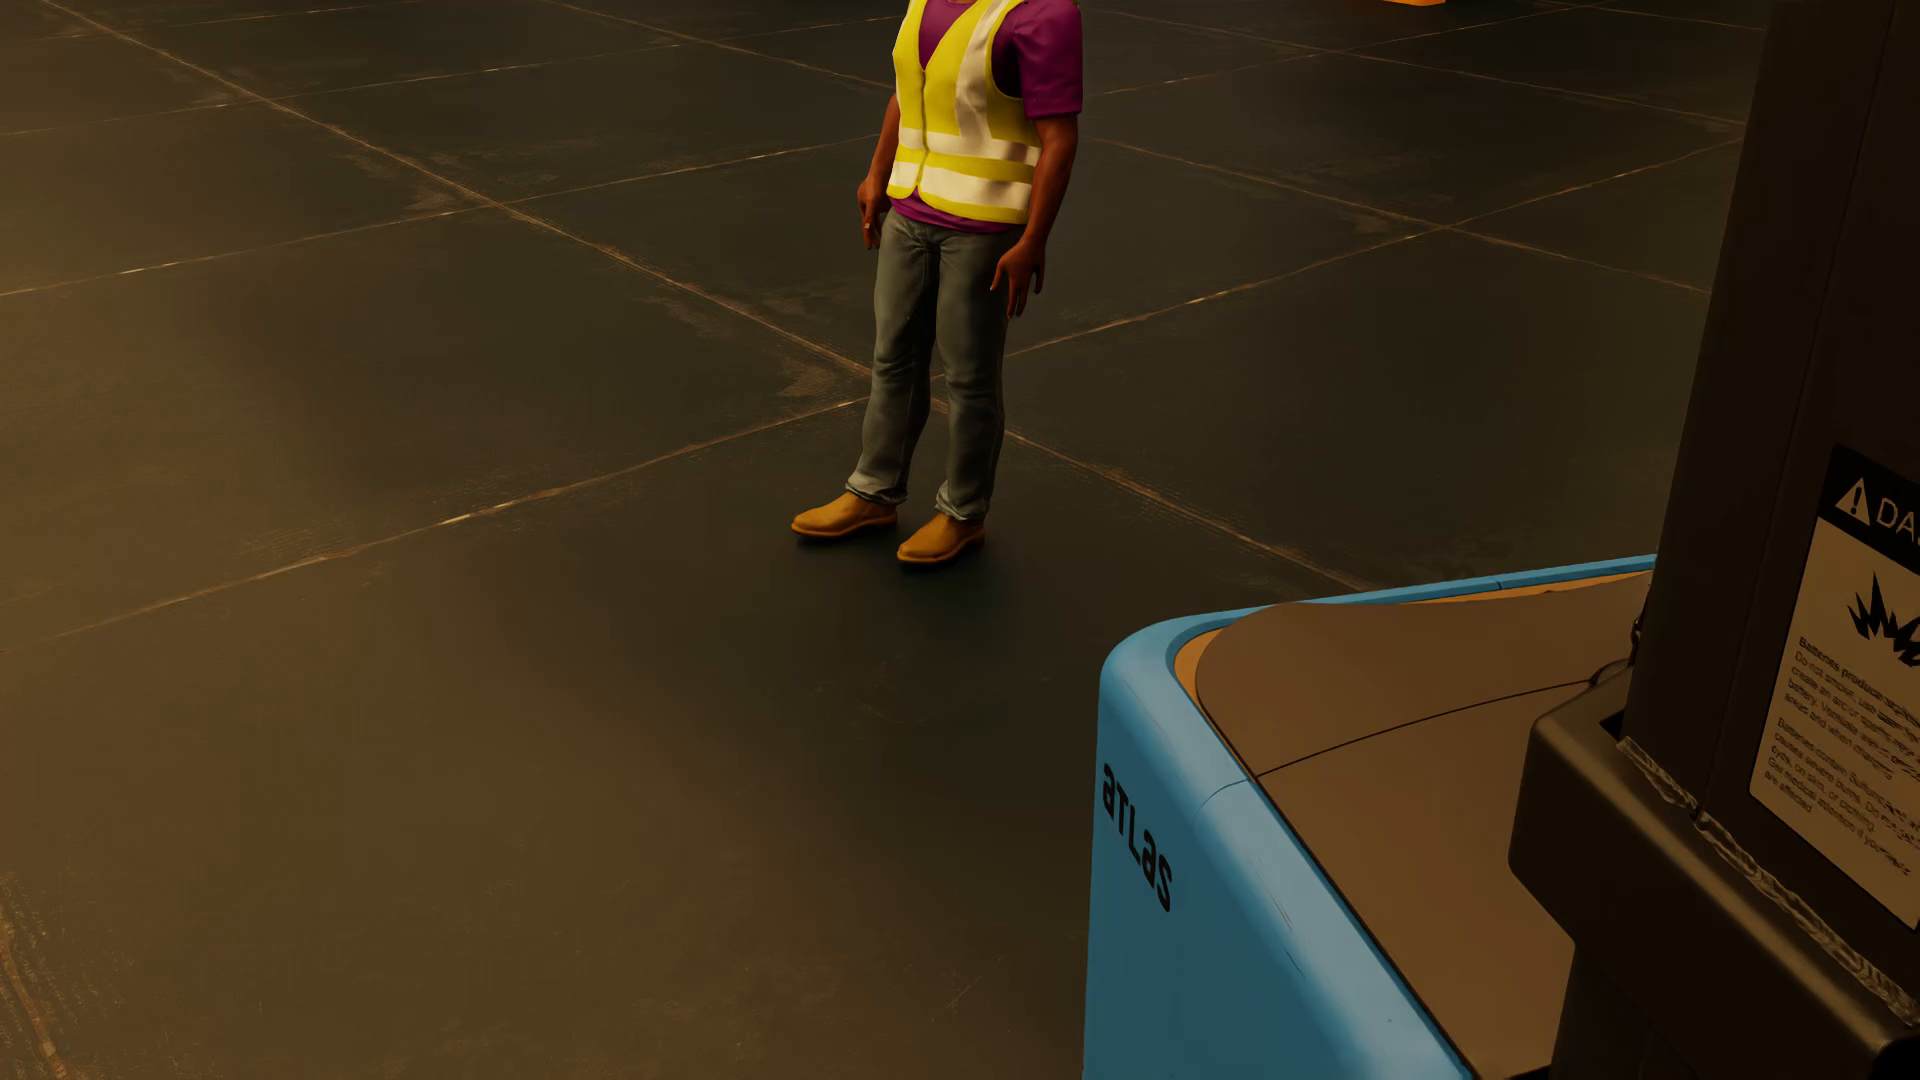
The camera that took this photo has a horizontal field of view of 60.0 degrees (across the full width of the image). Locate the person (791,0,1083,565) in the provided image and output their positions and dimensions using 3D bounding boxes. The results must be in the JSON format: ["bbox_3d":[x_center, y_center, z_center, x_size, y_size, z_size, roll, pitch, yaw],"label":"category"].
[{"bbox_3d":[-0.057,-0.779,4.068,0.575,1.768,0.666,-20,33,-35],"label":"person"}]
